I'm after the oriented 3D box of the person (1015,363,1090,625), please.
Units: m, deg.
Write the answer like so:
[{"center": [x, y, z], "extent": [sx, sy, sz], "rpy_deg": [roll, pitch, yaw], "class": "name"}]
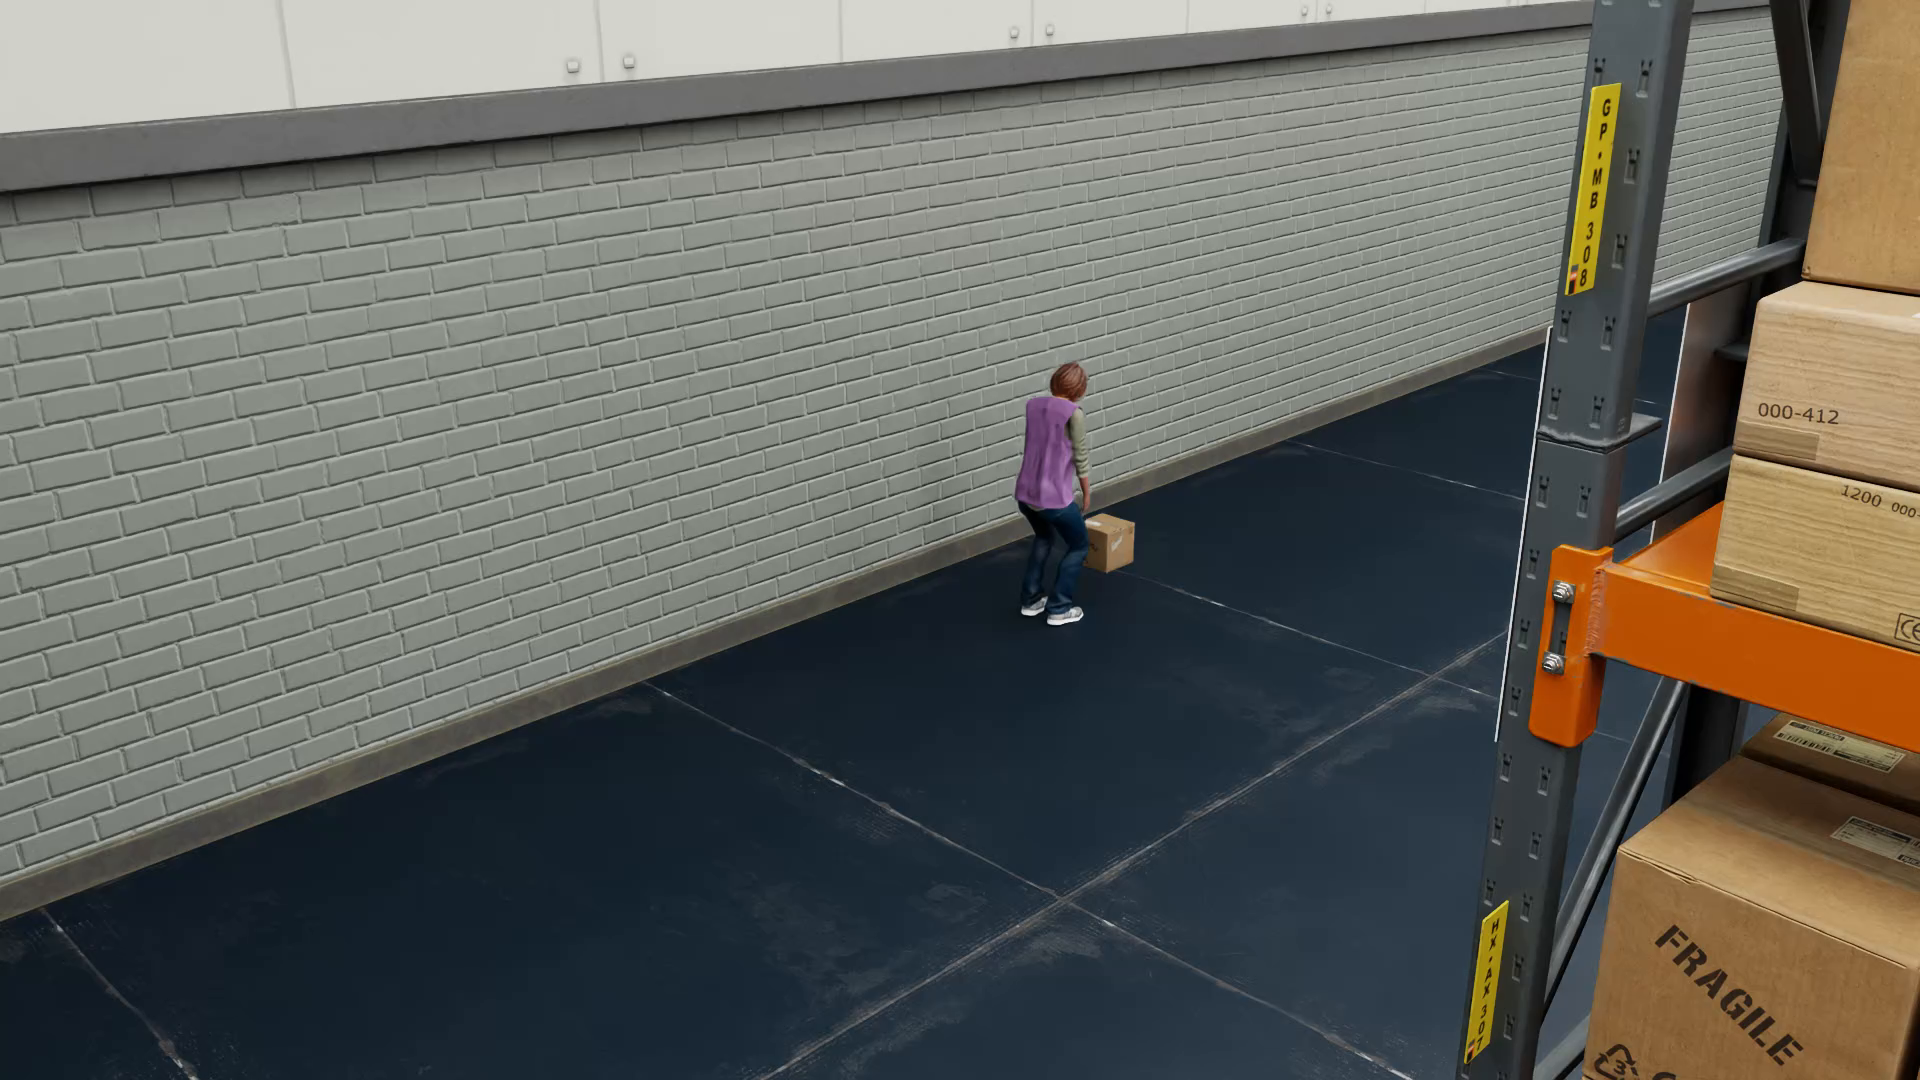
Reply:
[{"center": [0.522, -0.257, 9.443], "extent": [0.497, 1.481, 0.447], "rpy_deg": [-19, 28, -41], "class": "person"}]
